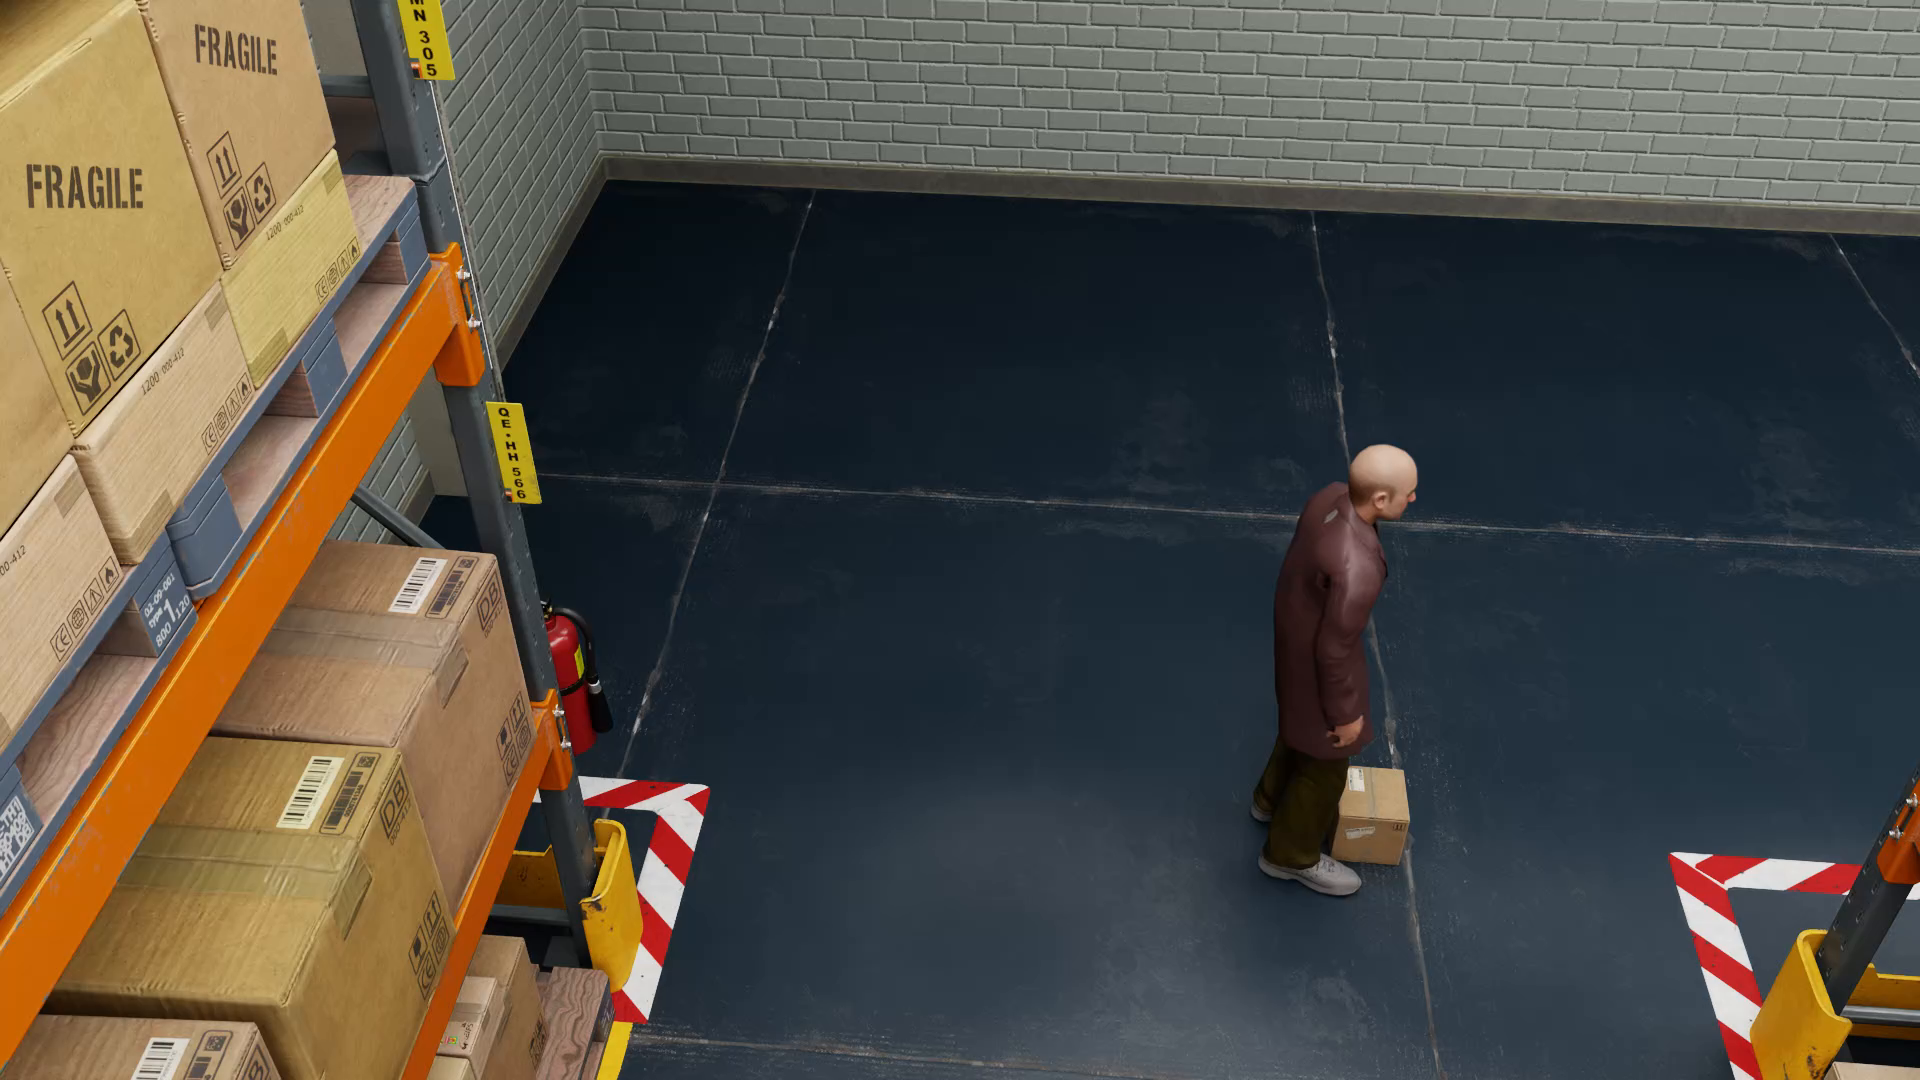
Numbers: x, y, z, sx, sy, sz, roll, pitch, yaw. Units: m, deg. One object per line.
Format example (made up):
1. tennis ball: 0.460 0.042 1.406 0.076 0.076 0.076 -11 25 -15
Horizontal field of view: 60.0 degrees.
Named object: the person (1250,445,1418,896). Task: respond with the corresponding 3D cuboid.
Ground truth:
1. person: 1.258 0.418 5.662 0.418 1.774 0.648 3 40 3
